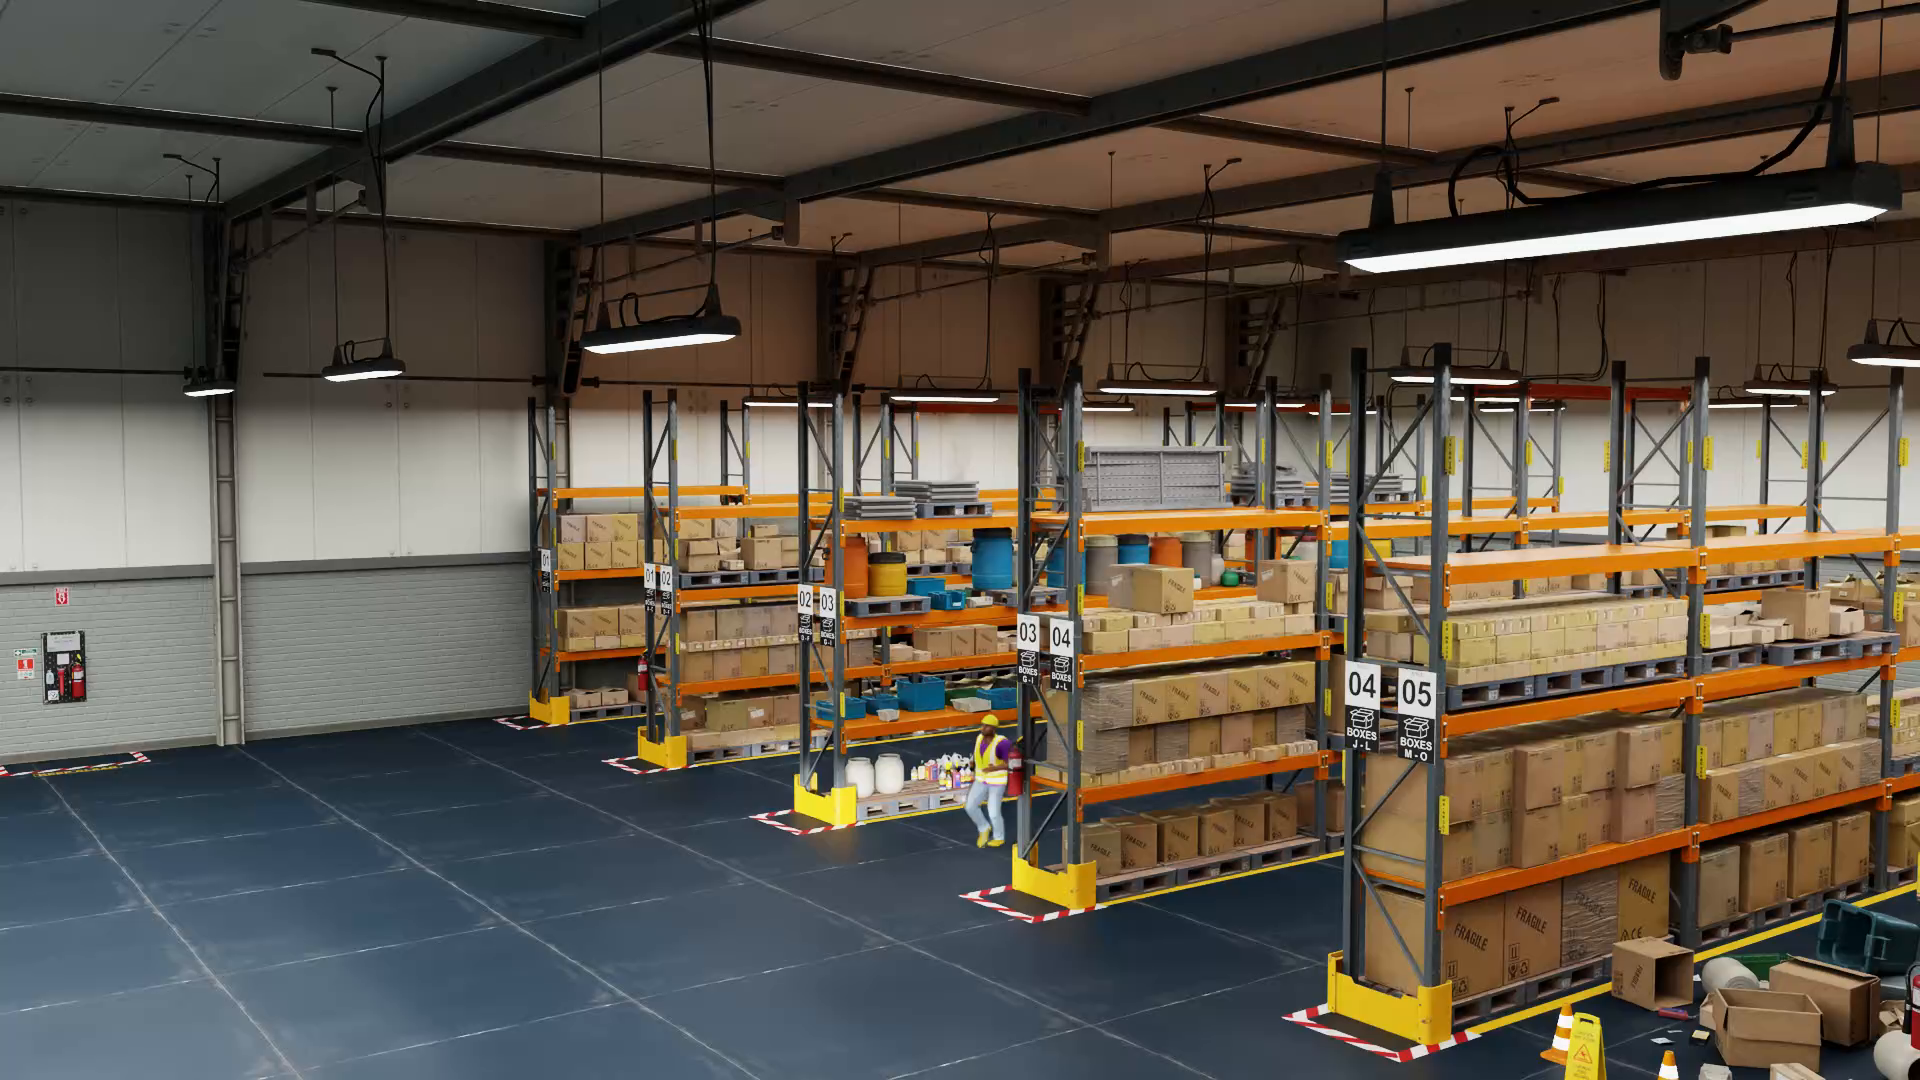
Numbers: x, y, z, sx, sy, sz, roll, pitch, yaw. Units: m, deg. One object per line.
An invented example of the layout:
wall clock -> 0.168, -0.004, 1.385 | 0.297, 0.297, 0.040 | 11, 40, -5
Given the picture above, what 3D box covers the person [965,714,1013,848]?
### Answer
person -> 0.374, 3.045, 20.960 | 0.689, 1.721, 0.694 | 2, 4, 34
